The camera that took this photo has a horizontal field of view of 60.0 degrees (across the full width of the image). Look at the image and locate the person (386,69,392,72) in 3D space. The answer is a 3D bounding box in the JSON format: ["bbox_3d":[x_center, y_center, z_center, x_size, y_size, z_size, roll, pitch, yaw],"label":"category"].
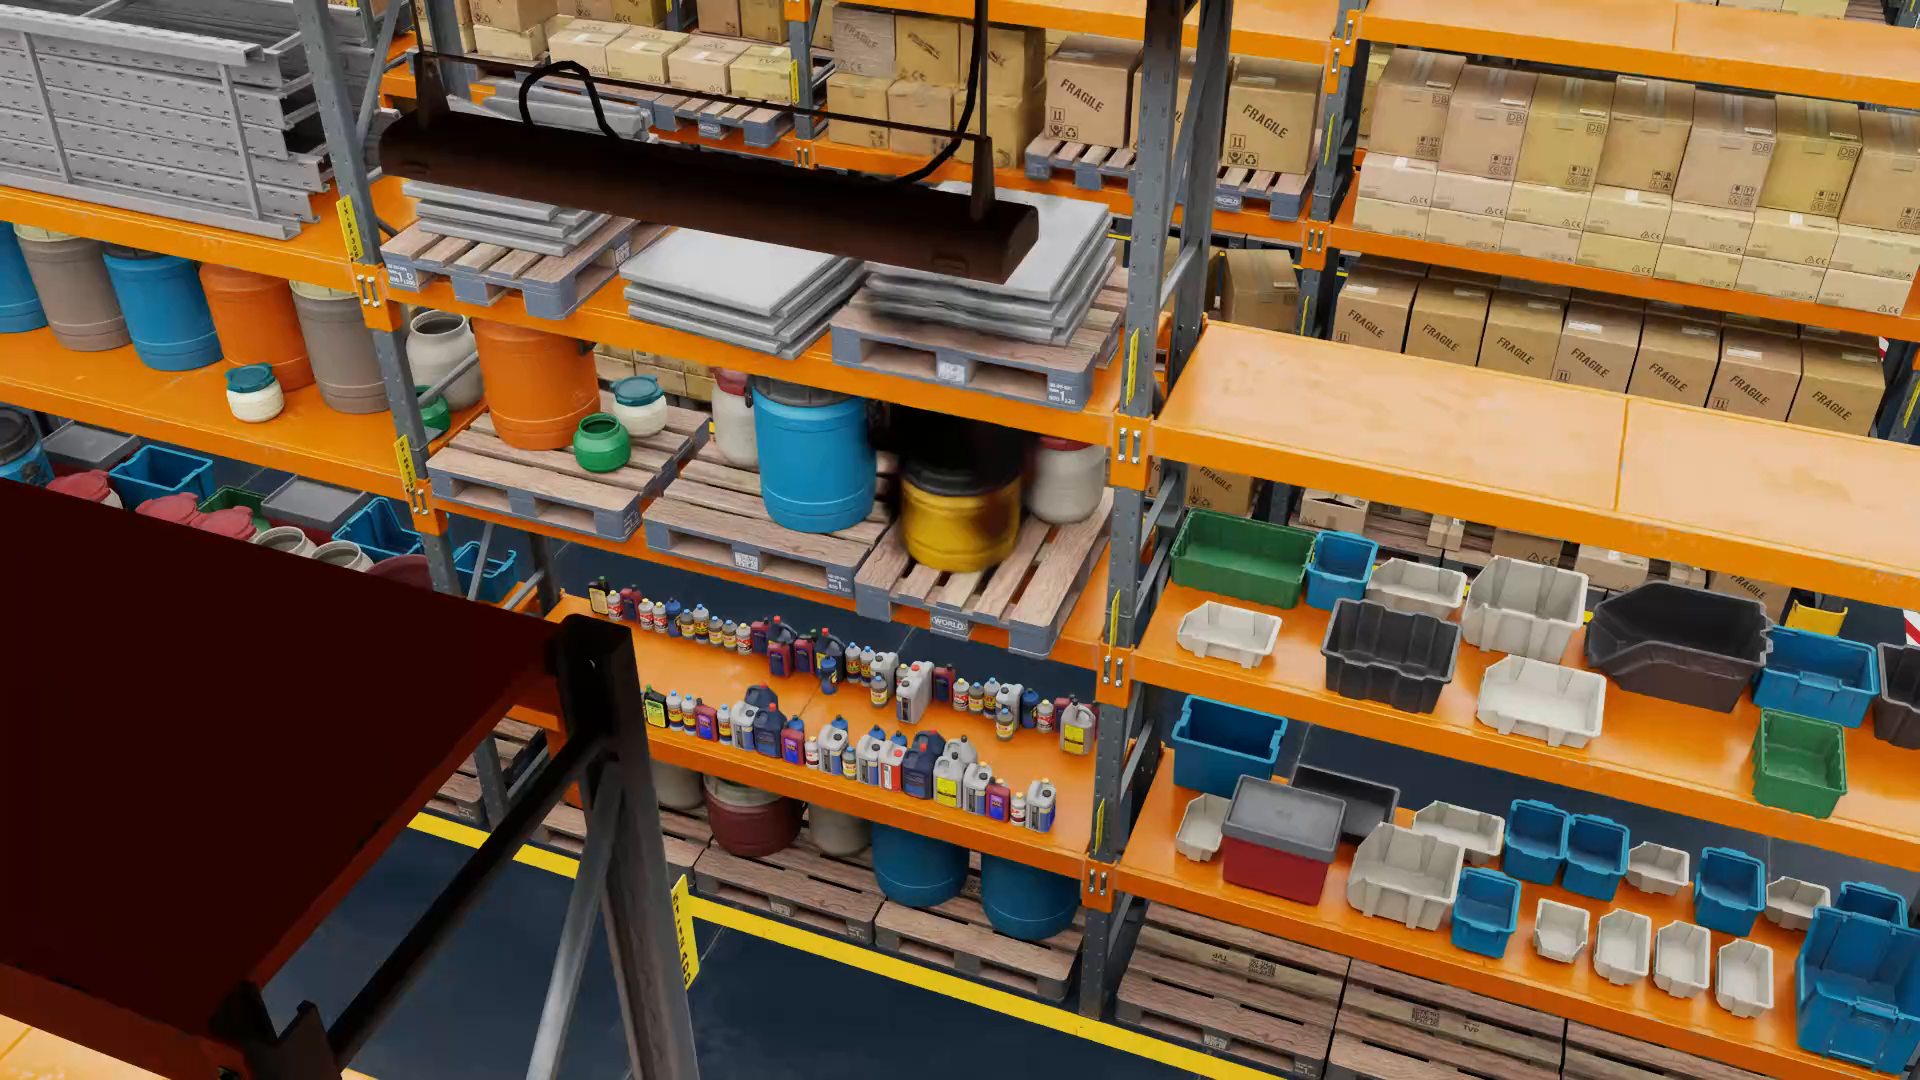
[{"bbox_3d":[-5.919,-4.153,17.539,0.650,1.715,0.694,10,38,13],"label":"person"}]
